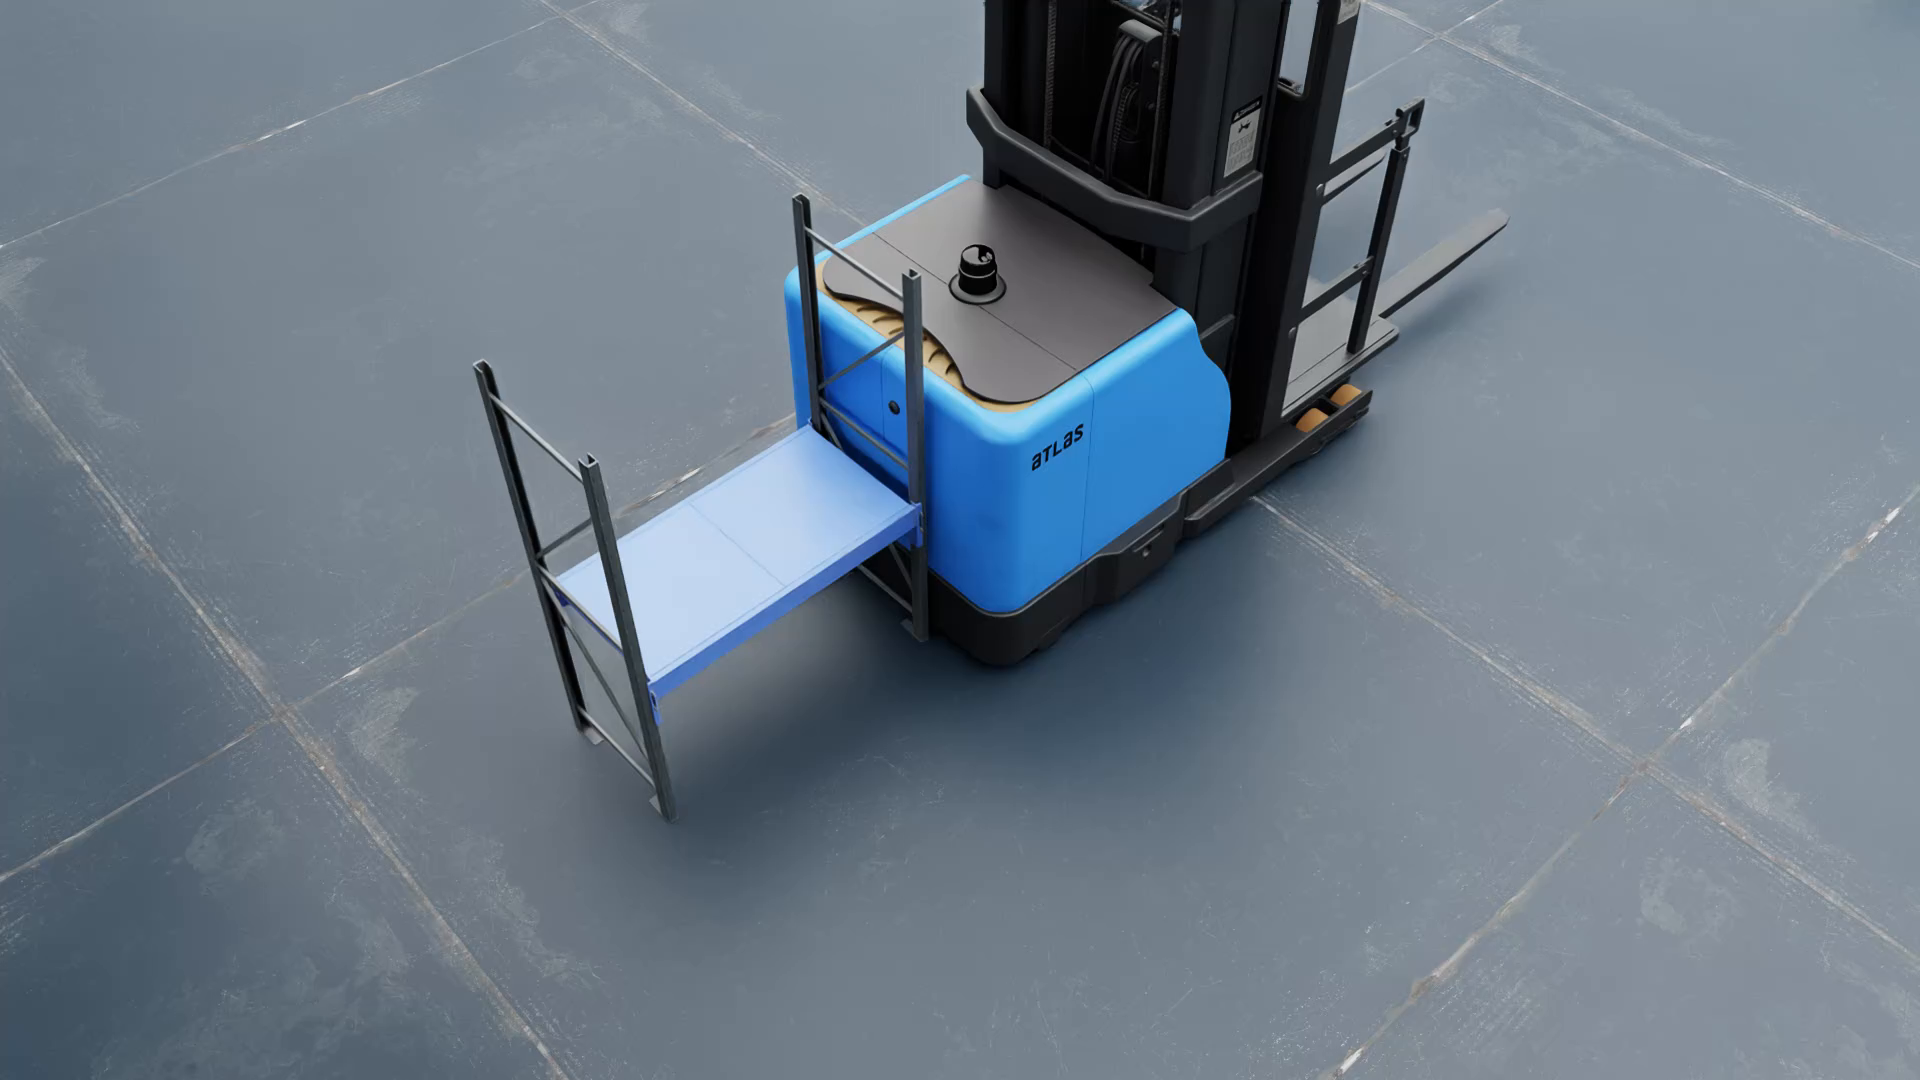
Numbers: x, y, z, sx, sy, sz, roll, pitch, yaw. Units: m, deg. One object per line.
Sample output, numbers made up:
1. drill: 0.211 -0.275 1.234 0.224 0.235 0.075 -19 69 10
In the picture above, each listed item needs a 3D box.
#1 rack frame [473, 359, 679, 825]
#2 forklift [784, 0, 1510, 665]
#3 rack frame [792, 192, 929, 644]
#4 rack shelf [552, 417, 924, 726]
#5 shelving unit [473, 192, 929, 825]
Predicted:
1. rack frame: -1.024 0.200 4.545 0.032 1.500 0.500 -35 56 -28
2. forklift: 0.867 -1.556 5.191 3.031 2.935 1.130 -35 56 -28
3. rack frame: -0.283 -0.311 5.017 0.032 1.500 0.500 -35 56 -28
4. rack shelf: -0.654 0.066 4.913 1.000 0.185 0.538 -35 56 -28
5. shelving unit: -0.654 -0.056 4.781 1.048 1.500 0.538 -35 56 -28
